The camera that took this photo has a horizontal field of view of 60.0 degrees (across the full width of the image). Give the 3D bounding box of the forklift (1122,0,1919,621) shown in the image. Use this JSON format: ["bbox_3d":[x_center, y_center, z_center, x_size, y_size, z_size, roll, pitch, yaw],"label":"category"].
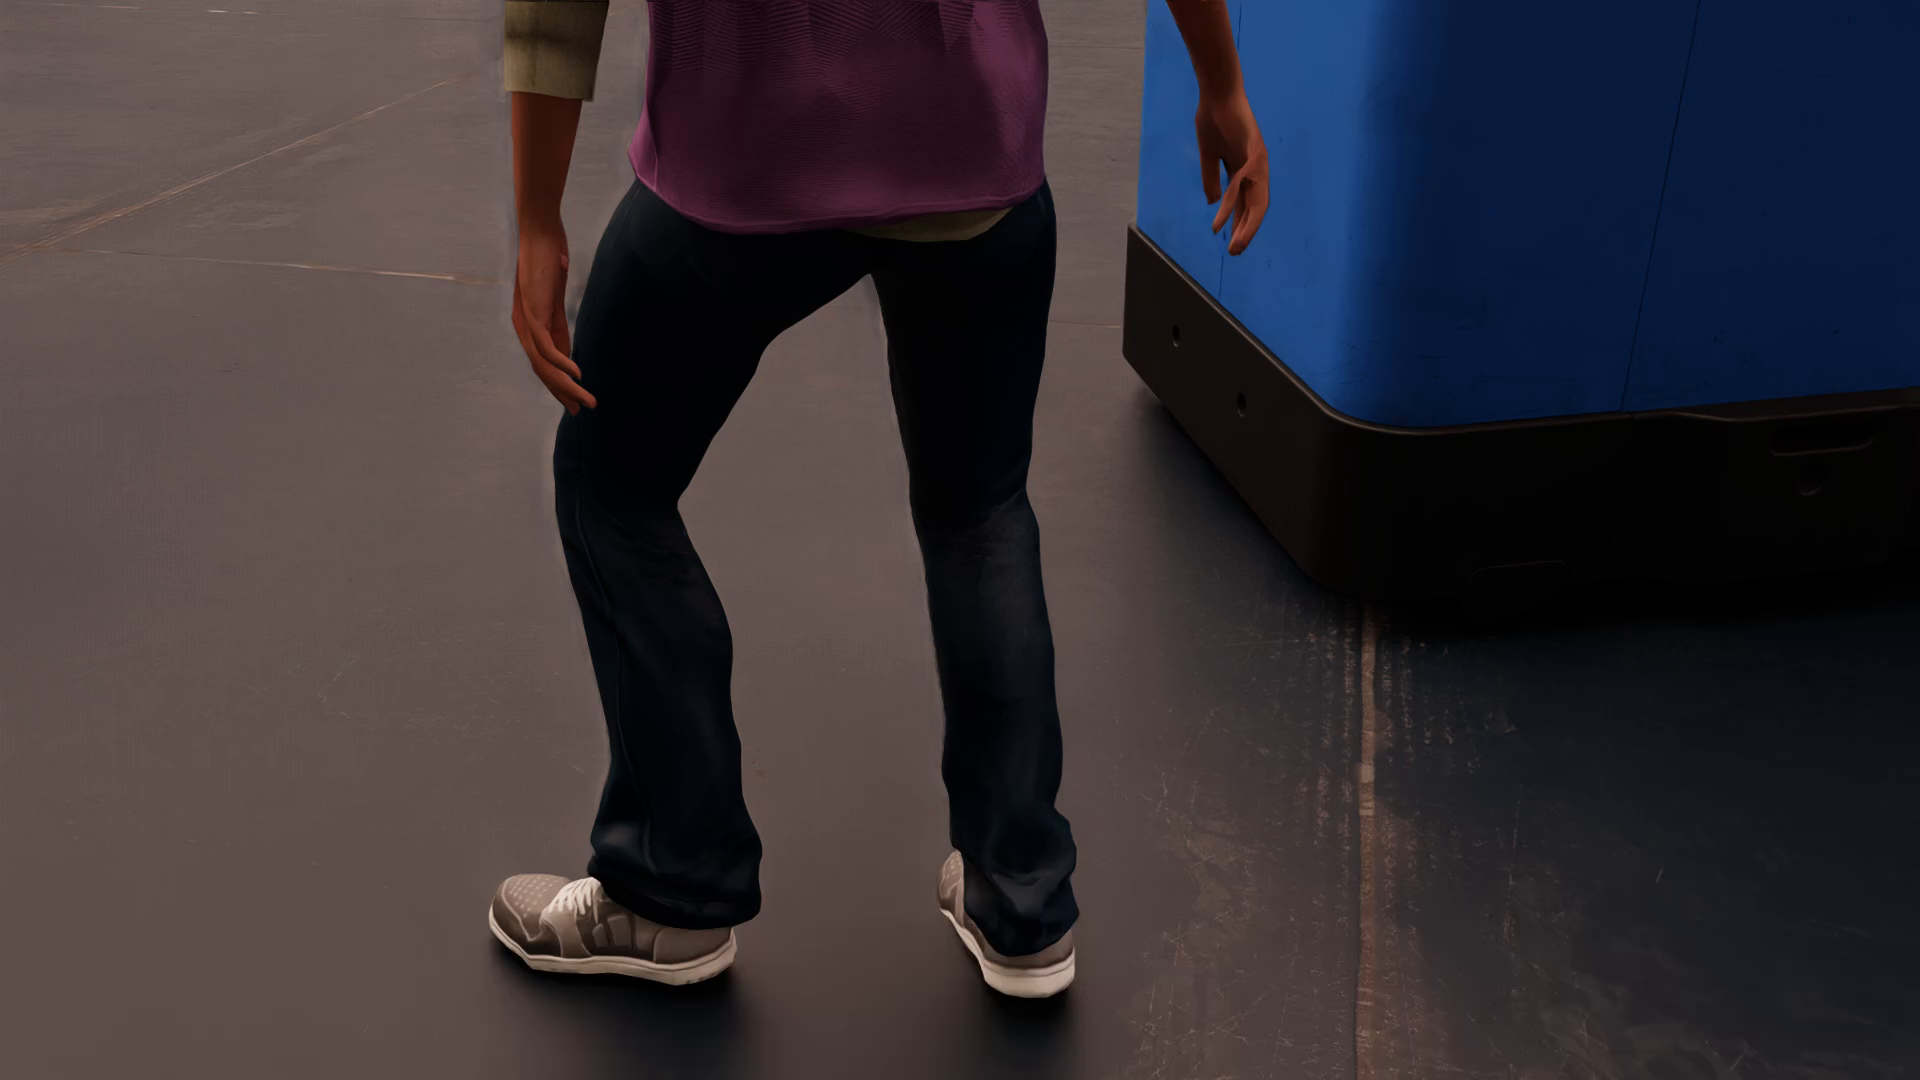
[{"bbox_3d":[1.864,-1.524,2.266,3.031,2.935,1.130,-5,27,-10],"label":"forklift"}]

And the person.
[{"bbox_3d":[-0.100,-0.285,1.385,0.744,1.566,0.408,-7,28,-14],"label":"person"}]
